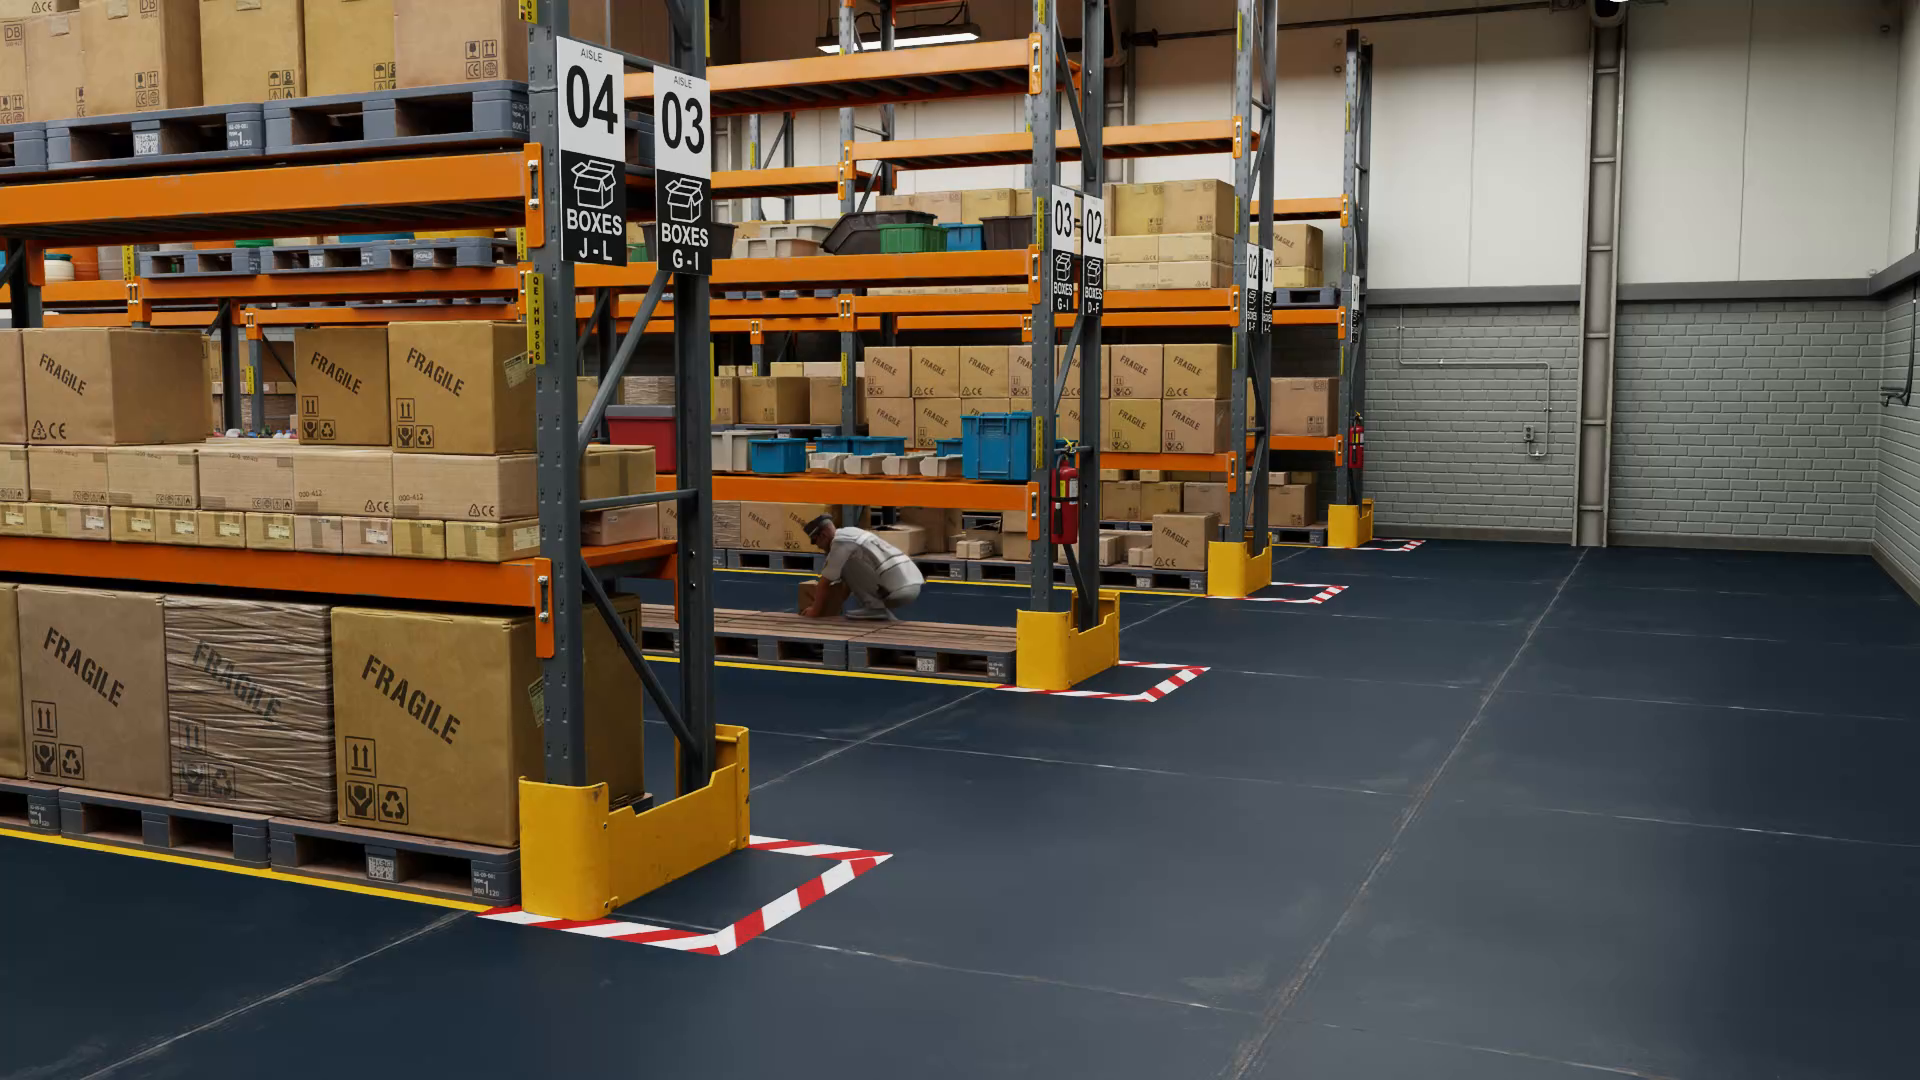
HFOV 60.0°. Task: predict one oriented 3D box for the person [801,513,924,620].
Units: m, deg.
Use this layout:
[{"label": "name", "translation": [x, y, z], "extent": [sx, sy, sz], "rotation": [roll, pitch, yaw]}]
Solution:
[{"label": "person", "translation": [-0.741, 0.298, 12.438], "extent": [0.907, 0.988, 0.582], "rotation": [2, 6, 24]}]
